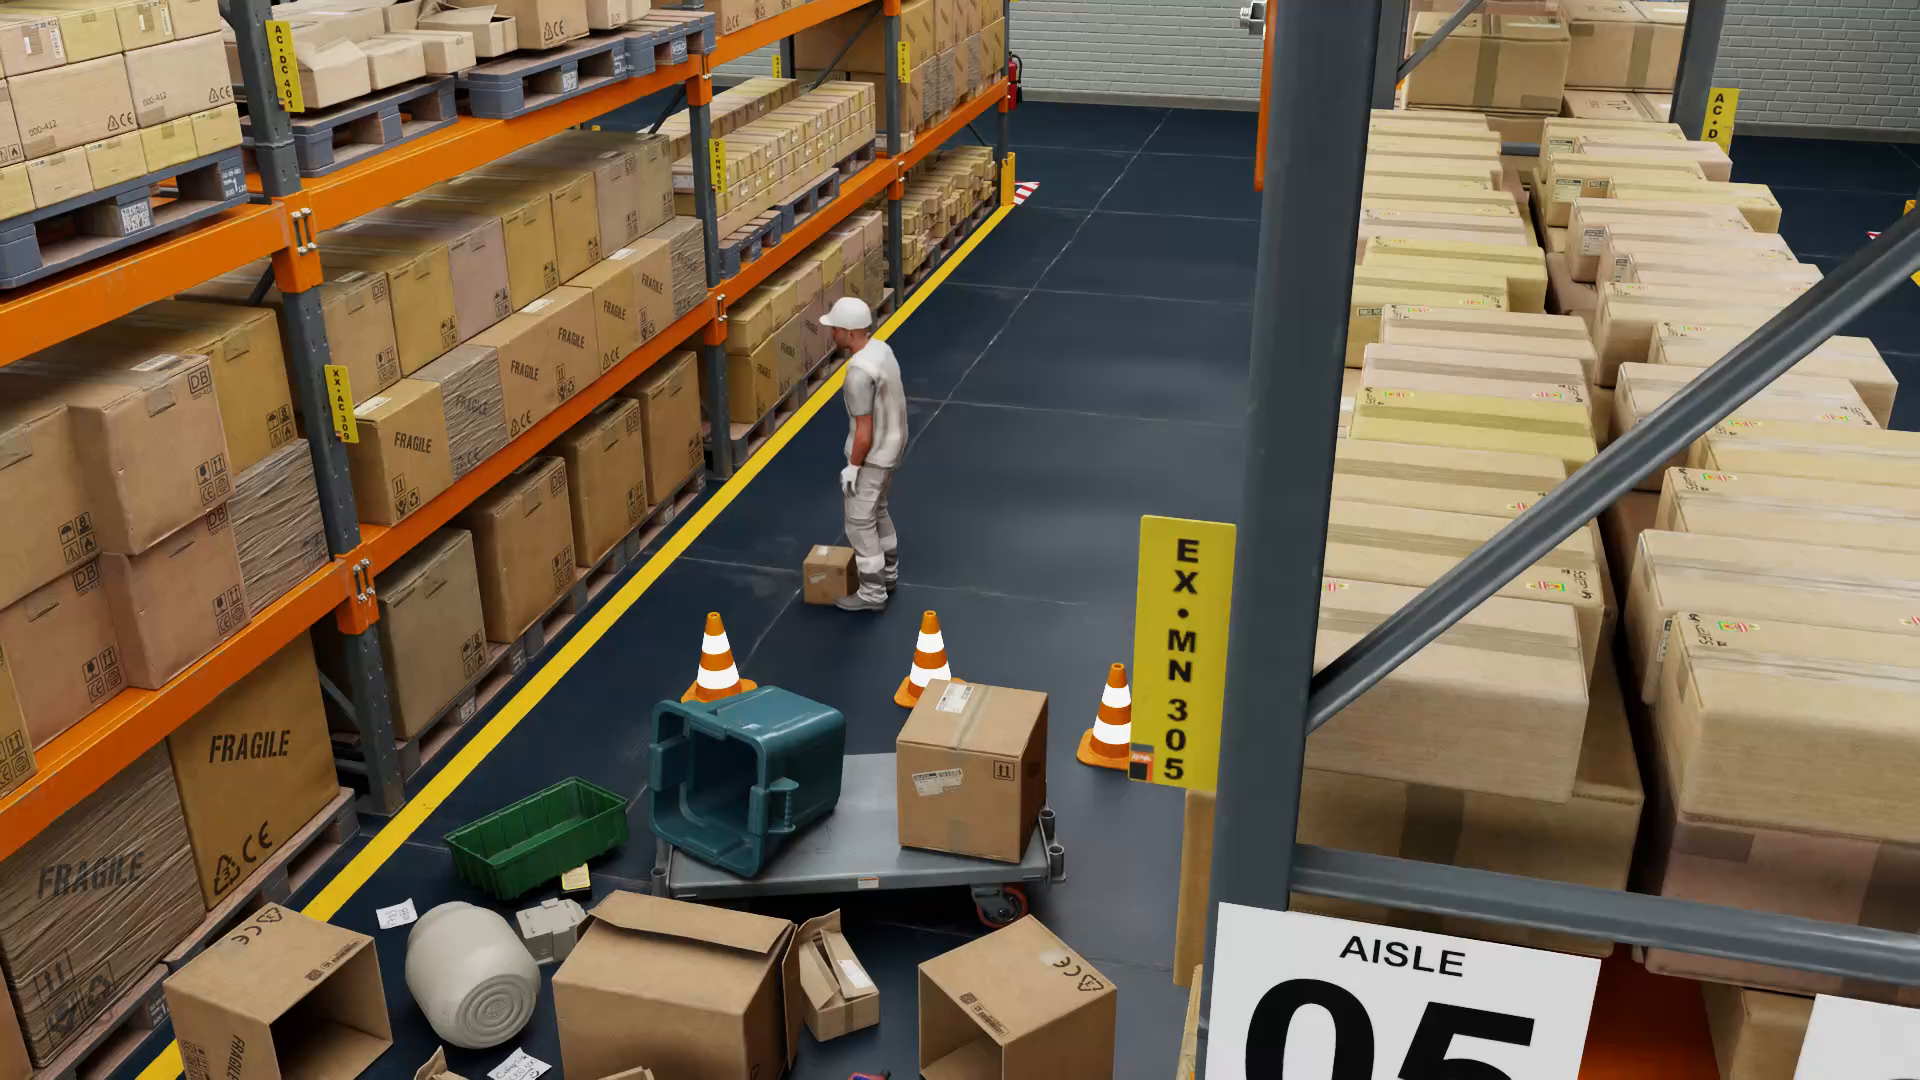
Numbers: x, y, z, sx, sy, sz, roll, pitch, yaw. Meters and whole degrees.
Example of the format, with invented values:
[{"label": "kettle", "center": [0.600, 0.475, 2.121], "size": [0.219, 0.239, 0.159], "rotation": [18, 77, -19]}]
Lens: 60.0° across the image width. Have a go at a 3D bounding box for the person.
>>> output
[{"label": "person", "center": [-0.515, -0.467, 9.089], "size": [0.449, 1.778, 0.595], "rotation": [5, 26, 11]}]
